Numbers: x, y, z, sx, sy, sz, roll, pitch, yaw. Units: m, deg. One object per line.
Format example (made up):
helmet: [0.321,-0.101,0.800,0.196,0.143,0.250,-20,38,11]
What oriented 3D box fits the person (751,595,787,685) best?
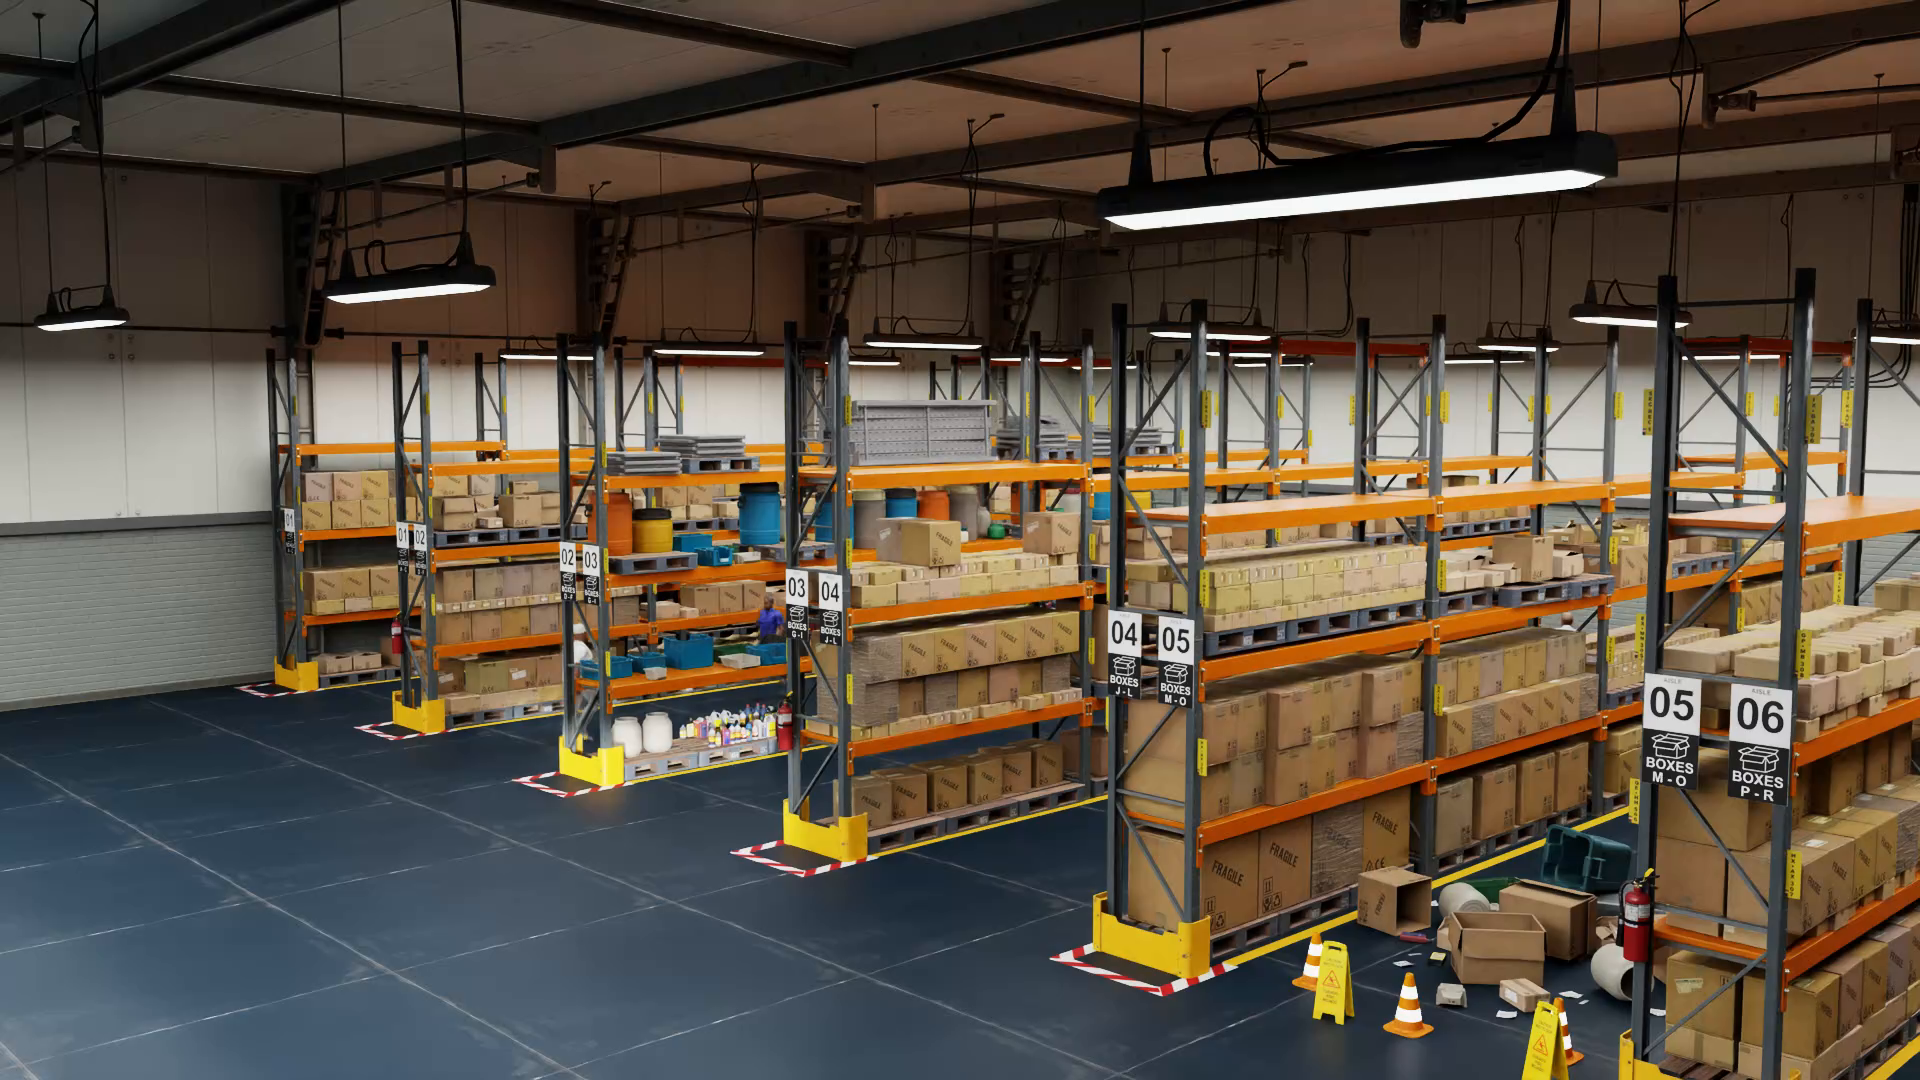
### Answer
person: [-3.250,1.716,28.396,0.511,1.574,0.722,2,5,19]

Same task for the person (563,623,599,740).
person: [-5.709,2.118,24.915,0.527,1.745,0.598,-3,6,-34]

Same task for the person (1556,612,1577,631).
person: [9.497,2.018,26.094,0.638,1.779,0.539,1,5,9]
